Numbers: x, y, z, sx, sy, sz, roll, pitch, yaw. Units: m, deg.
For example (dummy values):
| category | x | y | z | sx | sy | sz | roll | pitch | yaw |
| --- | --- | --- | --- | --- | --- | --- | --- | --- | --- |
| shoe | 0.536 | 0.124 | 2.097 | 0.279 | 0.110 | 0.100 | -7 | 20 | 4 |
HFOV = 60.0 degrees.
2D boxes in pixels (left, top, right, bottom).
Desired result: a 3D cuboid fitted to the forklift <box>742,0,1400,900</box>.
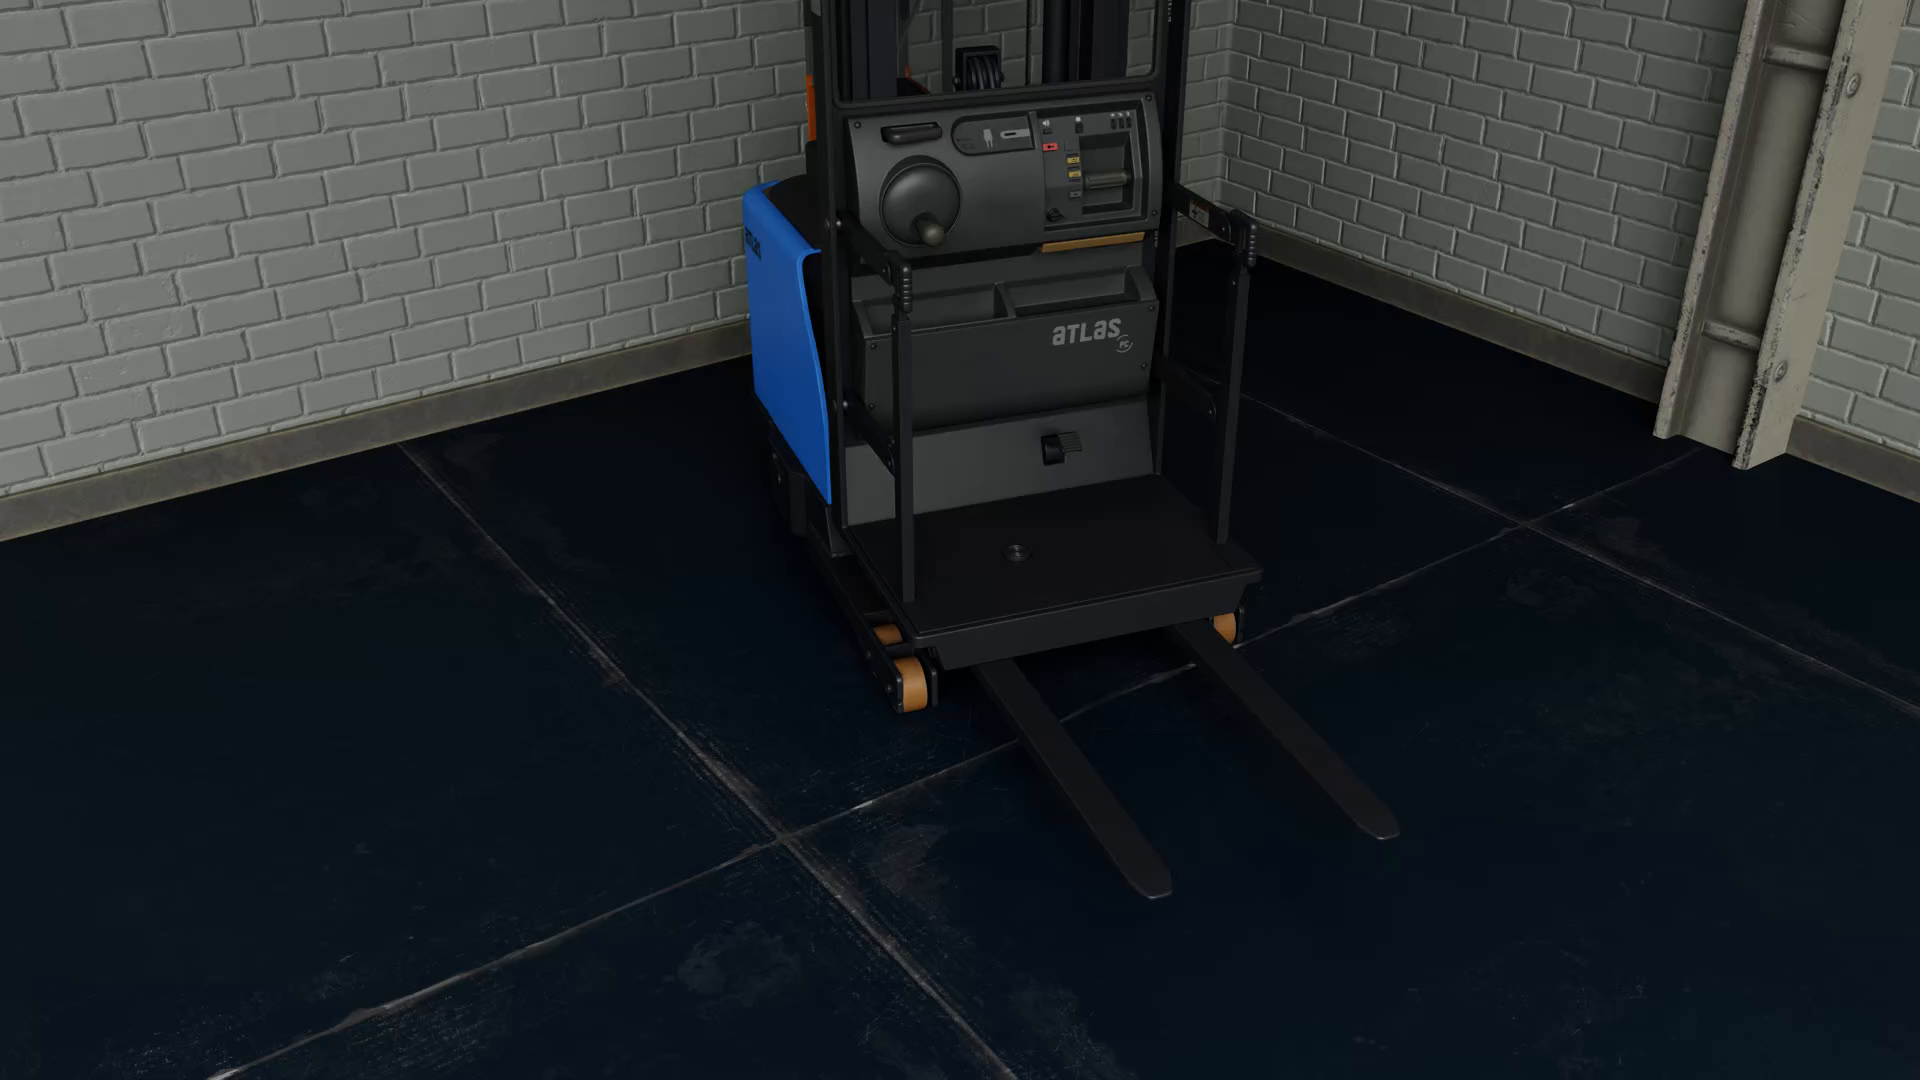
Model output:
| category | x | y | z | sx | sy | sz | roll | pitch | yaw |
| --- | --- | --- | --- | --- | --- | --- | --- | --- | --- |
| forklift | 0.217 | -1.009 | 4.537 | 1.130 | 2.935 | 3.031 | -10 | 30 | -18 |

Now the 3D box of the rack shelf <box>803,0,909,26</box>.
| category | x | y | z | sx | sy | sz | roll | pitch | yaw |
| --- | --- | --- | --- | --- | --- | --- | --- | --- | --- |
| rack shelf | -0.304 | -2.061 | 5.908 | 0.431 | 0.518 | 0.480 | -10 | 30 | -18 |

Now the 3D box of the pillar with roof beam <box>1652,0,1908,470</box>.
| category | x | y | z | sx | sy | sz | roll | pitch | yaw |
| --- | --- | --- | --- | --- | --- | --- | --- | --- | --- |
| pillar with roof beam | -0.559 | -3.143 | 2.108 | 9.100 | 9.000 | 0.400 | -19 | 34 | -31 |

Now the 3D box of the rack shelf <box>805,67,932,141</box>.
| category | x | y | z | sx | sy | sz | roll | pitch | yaw |
| --- | --- | --- | --- | --- | --- | --- | --- | --- | --- |
| rack shelf | -0.304 | -1.446 | 6.242 | 0.431 | 0.518 | 0.480 | -10 | 30 | -18 |

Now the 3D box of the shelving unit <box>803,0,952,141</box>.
| category | x | y | z | sx | sy | sz | roll | pitch | yaw |
| --- | --- | --- | --- | --- | --- | --- | --- | --- | --- |
| shelving unit | -0.304 | -1.458 | 6.235 | 0.431 | 2.100 | 0.503 | -10 | 30 | -18 |

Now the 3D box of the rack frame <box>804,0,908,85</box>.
| category | x | y | z | sx | sy | sz | roll | pitch | yaw |
| --- | --- | --- | --- | --- | --- | --- | --- | --- | --- |
| rack frame | -0.389 | -1.567 | 6.436 | 0.400 | 2.100 | 0.015 | -10 | 30 | -18 |

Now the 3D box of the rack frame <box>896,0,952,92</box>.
| category | x | y | z | sx | sy | sz | roll | pitch | yaw |
| --- | --- | --- | --- | --- | --- | --- | --- | --- | --- |
| rack frame | -0.219 | -1.349 | 6.034 | 0.400 | 2.100 | 0.015 | -10 | 30 | -18 |
